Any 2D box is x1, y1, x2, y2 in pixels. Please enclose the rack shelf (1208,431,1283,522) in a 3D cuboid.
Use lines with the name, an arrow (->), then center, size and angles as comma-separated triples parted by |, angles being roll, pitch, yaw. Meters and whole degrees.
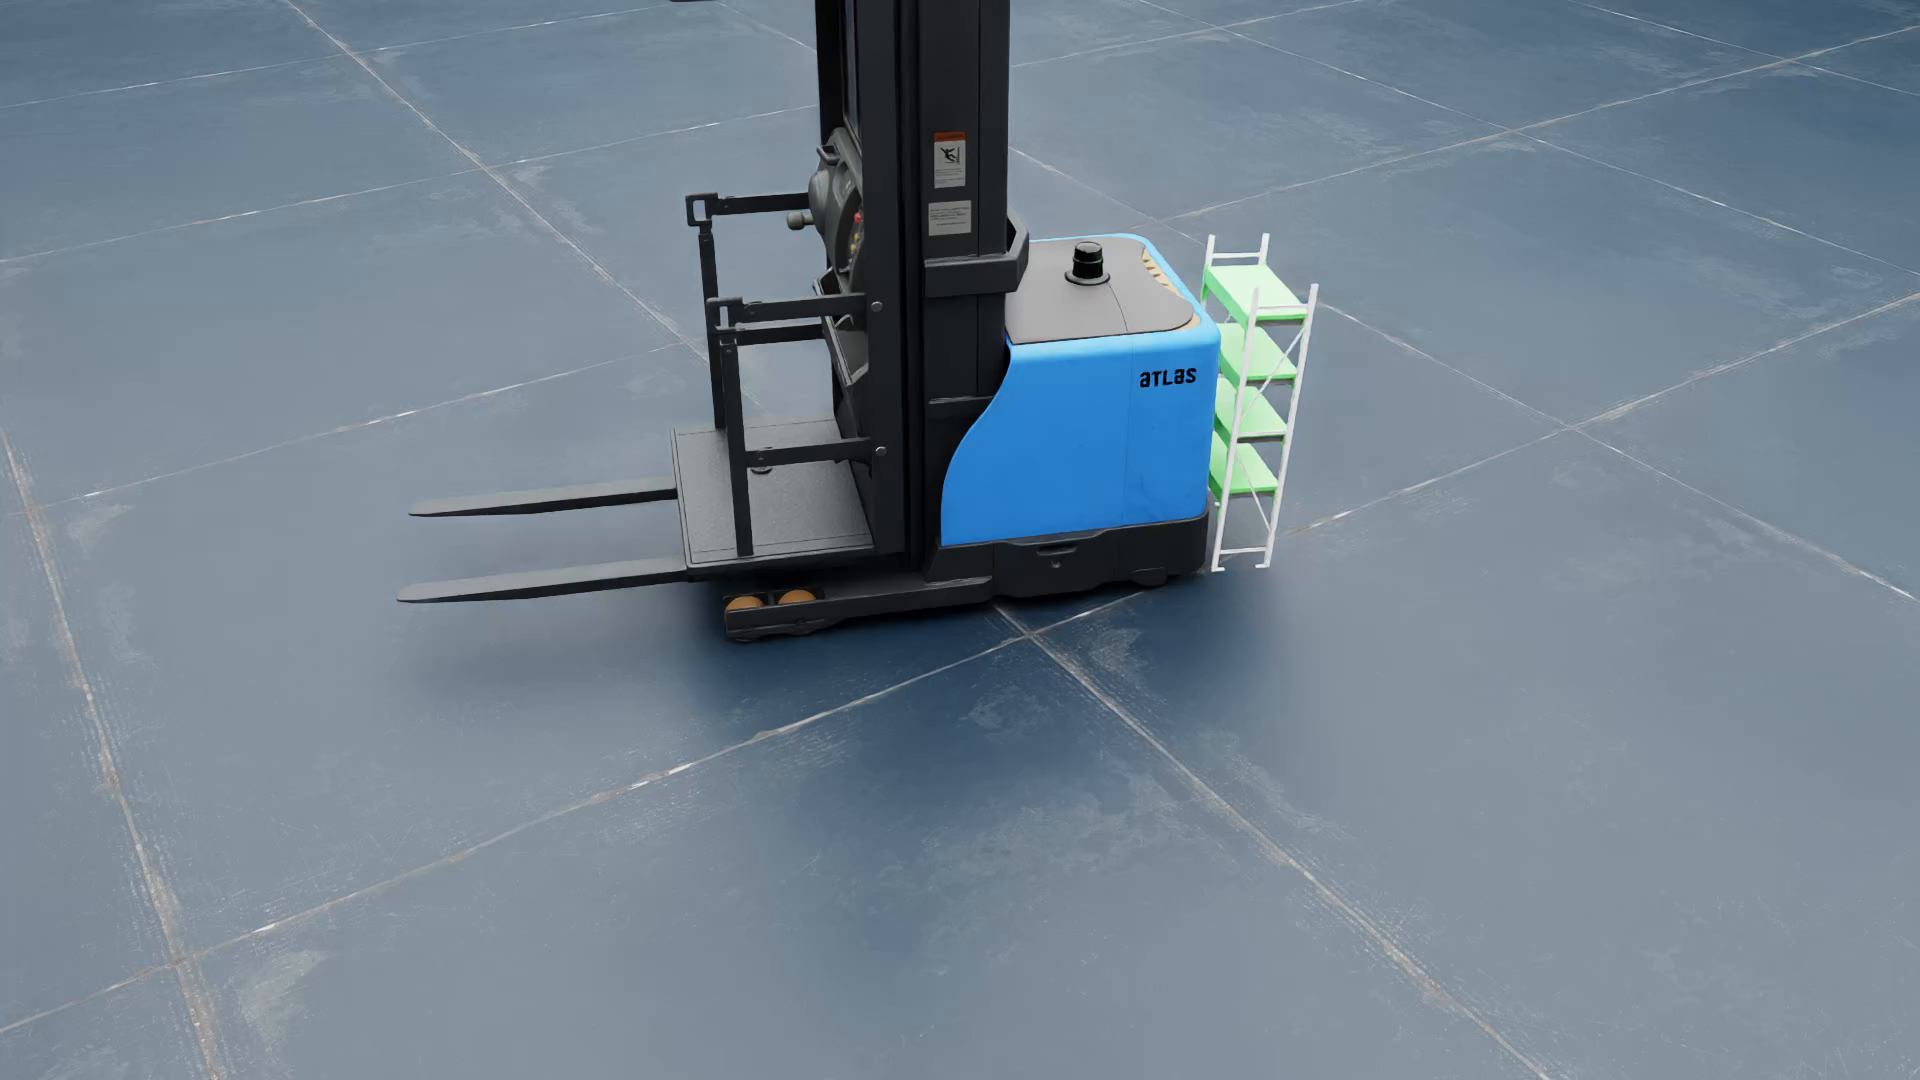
rack shelf -> 1.069, -0.267, 6.605 | 0.258, 0.148, 0.480 | -4, 32, -11

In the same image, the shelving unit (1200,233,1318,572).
shelving unit -> 1.084, -0.525, 6.446 | 0.258, 1.200, 0.503 | -4, 32, -11

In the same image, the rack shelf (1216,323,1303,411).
rack shelf -> 1.093, -0.675, 6.353 | 0.258, 0.148, 0.480 | -4, 32, -11

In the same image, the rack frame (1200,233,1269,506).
rack frame -> 1.034, -0.653, 6.648 | 0.240, 1.200, 0.015 | -4, 32, -11

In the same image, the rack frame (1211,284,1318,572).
rack frame -> 1.134, -0.397, 6.244 | 0.240, 1.200, 0.015 | -4, 32, -11

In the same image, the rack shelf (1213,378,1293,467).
rack shelf -> 1.081, -0.471, 6.479 | 0.258, 0.148, 0.480 | -4, 32, -11

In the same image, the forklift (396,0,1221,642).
forklift -> -0.615, -1.172, 5.860 | 3.031, 2.935, 1.130 | -6, 33, -10

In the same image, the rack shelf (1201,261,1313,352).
rack shelf -> 1.104, -0.879, 6.227 | 0.258, 0.148, 0.480 | -4, 32, -11
